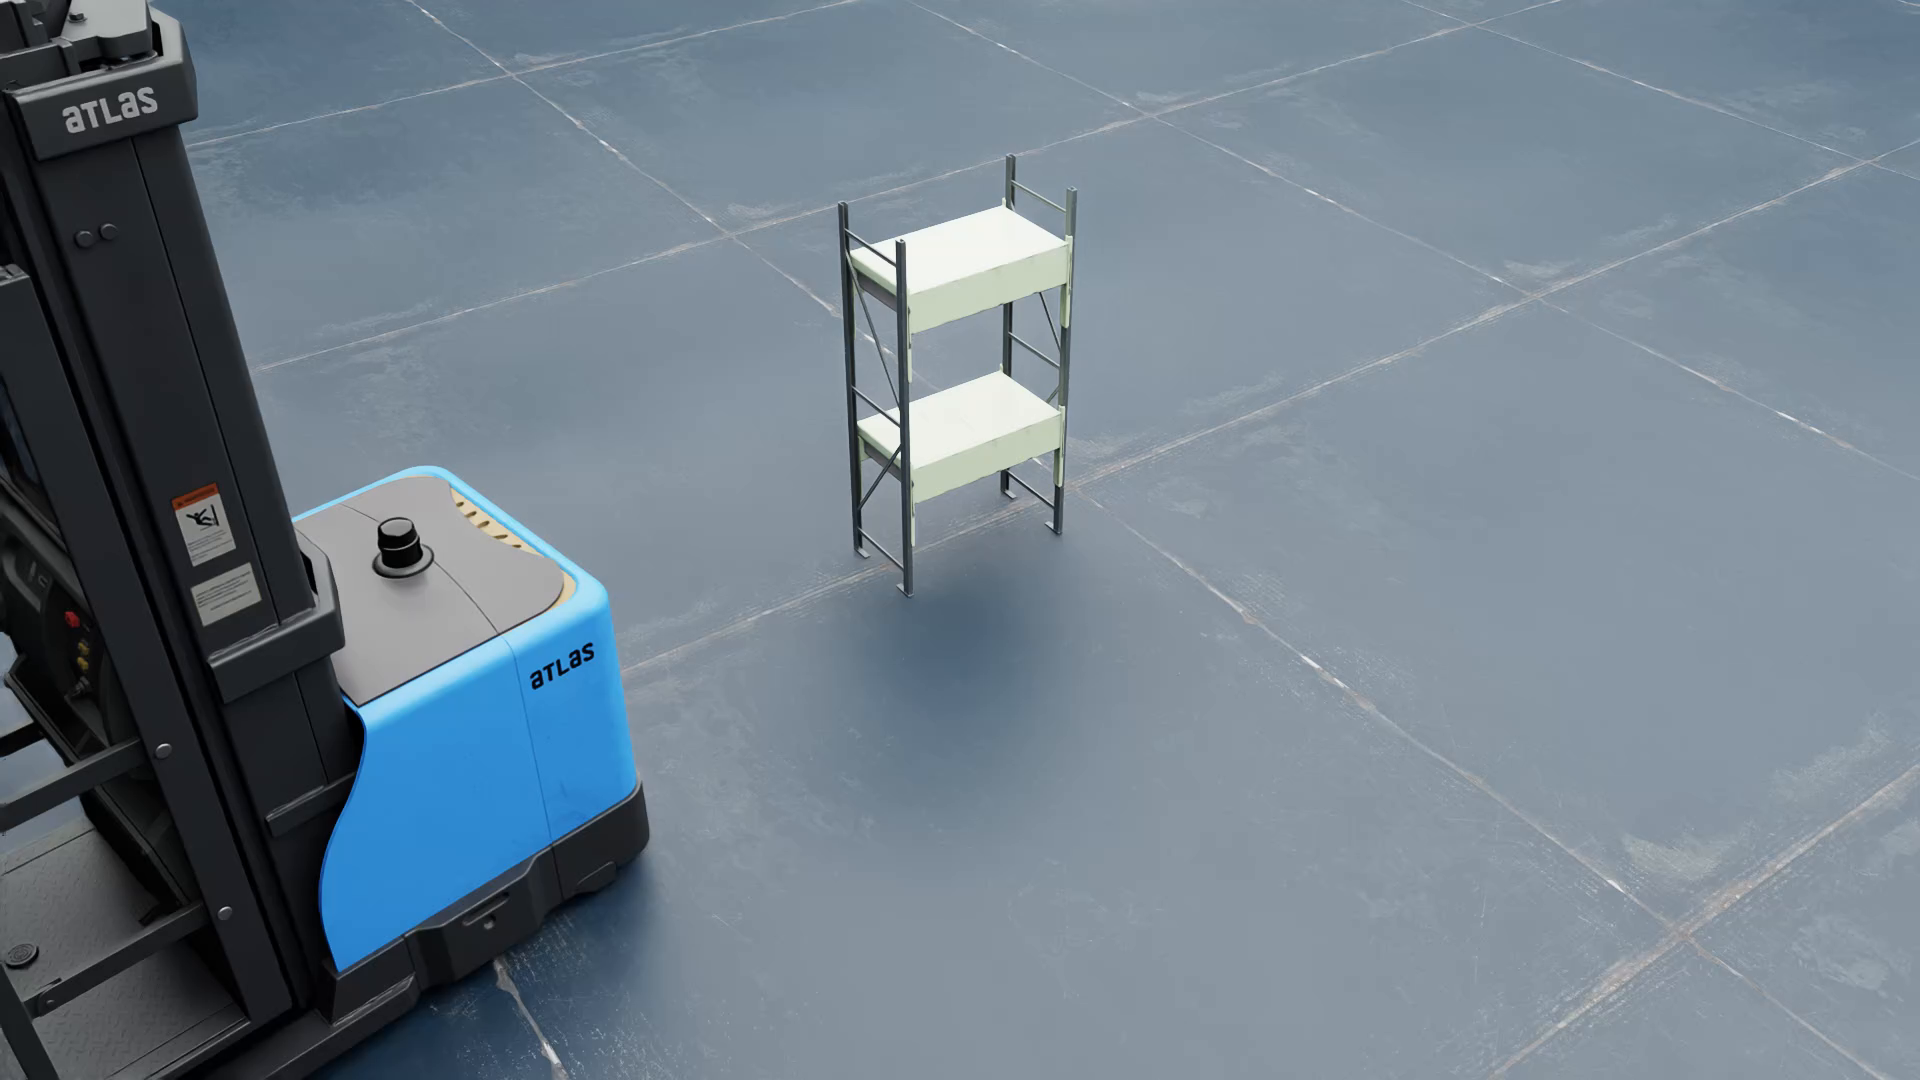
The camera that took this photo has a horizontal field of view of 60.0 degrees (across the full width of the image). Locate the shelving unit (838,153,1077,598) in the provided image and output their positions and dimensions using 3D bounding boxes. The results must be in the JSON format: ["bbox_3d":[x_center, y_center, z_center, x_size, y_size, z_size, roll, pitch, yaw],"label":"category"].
[{"bbox_3d":[-0.005,-0.607,6.309,0.755,1.500,0.431,-22,41,-28],"label":"shelving unit"}]

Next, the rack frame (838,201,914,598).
[{"bbox_3d":[-0.305,-0.484,6.138,0.023,1.500,0.400,-22,41,-28],"label":"rack frame"}]

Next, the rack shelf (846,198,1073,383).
[{"bbox_3d":[-0.005,-0.923,6.081,0.720,0.370,0.431,-22,41,-28],"label":"rack shelf"}]

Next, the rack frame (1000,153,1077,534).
[{"bbox_3d":[0.294,-0.730,6.480,0.023,1.500,0.400,-22,41,-28],"label":"rack frame"}]

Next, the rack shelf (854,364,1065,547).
[{"bbox_3d":[-0.005,-0.342,6.499,0.720,0.370,0.431,-22,41,-28],"label":"rack shelf"}]

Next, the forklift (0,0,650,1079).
[{"bbox_3d":[-2.388,0.228,3.923,3.031,2.935,1.130,-30,45,-35],"label":"forklift"}]
